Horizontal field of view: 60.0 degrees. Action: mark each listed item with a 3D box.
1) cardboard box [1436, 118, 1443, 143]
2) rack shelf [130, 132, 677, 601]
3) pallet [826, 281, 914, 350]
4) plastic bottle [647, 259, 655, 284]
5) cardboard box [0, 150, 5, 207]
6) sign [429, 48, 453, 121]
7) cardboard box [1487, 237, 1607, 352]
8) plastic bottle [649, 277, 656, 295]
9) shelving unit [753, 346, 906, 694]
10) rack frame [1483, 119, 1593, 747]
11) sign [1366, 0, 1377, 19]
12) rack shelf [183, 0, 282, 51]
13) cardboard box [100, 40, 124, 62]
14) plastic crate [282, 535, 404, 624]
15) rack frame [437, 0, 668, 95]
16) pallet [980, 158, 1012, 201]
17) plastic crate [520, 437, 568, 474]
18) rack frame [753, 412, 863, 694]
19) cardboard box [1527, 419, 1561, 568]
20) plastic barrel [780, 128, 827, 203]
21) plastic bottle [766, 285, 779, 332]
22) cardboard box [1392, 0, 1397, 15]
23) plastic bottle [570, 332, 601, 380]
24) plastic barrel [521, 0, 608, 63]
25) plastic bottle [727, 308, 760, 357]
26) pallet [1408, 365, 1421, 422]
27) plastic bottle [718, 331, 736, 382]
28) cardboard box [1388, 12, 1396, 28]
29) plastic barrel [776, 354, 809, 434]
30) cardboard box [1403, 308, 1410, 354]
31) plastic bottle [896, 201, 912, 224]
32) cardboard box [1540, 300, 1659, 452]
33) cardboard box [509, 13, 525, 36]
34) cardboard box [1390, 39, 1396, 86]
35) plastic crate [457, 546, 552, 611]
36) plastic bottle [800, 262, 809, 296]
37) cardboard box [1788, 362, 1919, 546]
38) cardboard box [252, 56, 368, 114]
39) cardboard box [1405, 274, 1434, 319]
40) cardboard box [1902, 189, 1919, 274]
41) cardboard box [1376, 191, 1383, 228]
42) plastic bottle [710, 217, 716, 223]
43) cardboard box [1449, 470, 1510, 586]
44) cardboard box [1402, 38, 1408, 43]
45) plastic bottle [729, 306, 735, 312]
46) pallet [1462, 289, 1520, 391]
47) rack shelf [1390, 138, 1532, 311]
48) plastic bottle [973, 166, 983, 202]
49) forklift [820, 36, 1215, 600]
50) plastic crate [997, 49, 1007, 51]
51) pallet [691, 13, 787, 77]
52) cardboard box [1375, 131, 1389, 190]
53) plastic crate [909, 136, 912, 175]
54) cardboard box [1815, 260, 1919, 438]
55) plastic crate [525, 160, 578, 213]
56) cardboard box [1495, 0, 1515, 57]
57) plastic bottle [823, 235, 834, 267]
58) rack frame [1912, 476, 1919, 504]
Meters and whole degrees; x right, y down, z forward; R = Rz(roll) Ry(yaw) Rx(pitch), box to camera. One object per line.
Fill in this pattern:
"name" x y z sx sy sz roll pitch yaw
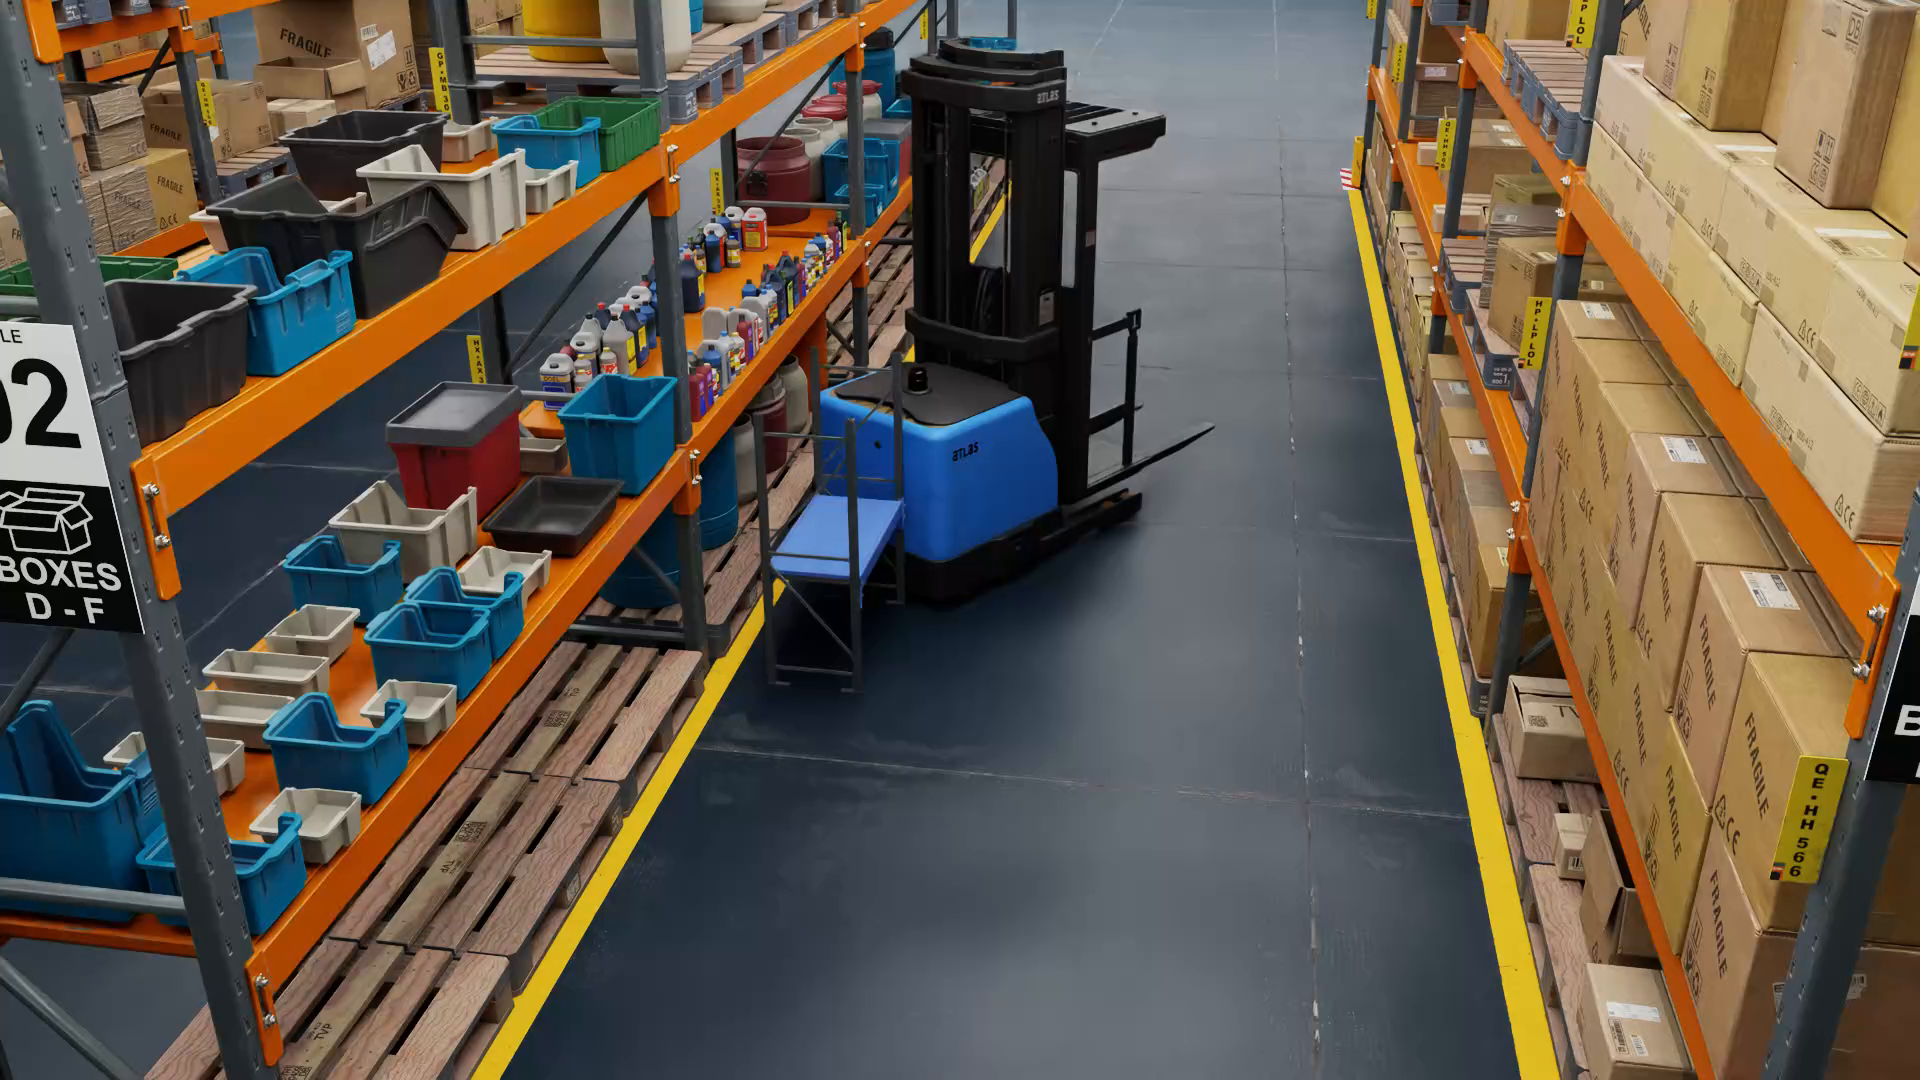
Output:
"cardboard box" 4.332 -3.410 14.174 0.500 0.250 0.500 6 26 12
"rack shelf" -2.151 -0.882 5.907 1.077 0.370 4.000 4 25 9
"pallet" -0.804 -1.926 14.116 1.003 0.211 1.213 4 25 9
"plastic bottle" -1.817 -1.532 10.042 0.144 0.351 0.185 4 25 9
"cardboard box" -6.404 -2.344 10.418 0.797 0.503 0.637 5 26 10
"sign" -2.366 -2.088 7.623 0.100 0.325 0.005 4 25 9
"cardboard box" 3.290 -1.320 8.918 0.700 0.500 0.500 -2 25 -5
"plastic bottle" -1.803 -1.434 9.927 0.097 0.271 0.097 0 25 0
"shelving unit" -0.655 -0.125 8.748 0.538 1.500 1.048 5 25 10
"rack frame" 3.062 -0.341 7.441 1.000 3.000 0.127 4 25 9
"sign" 4.477 -5.829 18.050 0.100 0.325 0.005 4 25 9
"rack shelf" -5.730 -4.571 13.788 1.077 0.370 4.000 4 25 9
"cardboard box" -9.972 -5.662 18.631 0.875 0.550 0.500 4 25 9
"plastic crate" -2.395 0.159 6.499 0.416 0.233 0.300 4 25 9
"rack frame" -1.824 -3.403 6.906 1.000 3.000 0.127 4 25 9
"pallet" 0.033 -4.067 18.691 1.003 0.211 1.213 4 25 9
"plastic crate" -2.041 -0.409 7.826 0.396 0.136 0.243 4 25 9
"rack frame" -0.750 0.087 8.295 0.500 1.500 0.032 5 25 10
"cardboard box" 2.710 -0.192 7.005 0.500 0.500 0.500 5 25 10
"plastic barrel" -1.213 -2.855 12.679 0.421 0.512 0.421 0 25 0
"plastic bottle" -1.121 -1.367 9.783 0.097 0.271 0.097 0 25 0
"cardboard box" 4.926 -5.776 17.404 0.700 0.500 0.500 4 25 9
"plastic bottle" -2.019 -0.970 8.930 0.152 0.276 0.135 4 25 9
"plastic barrel" -1.875 -2.716 8.258 0.600 0.588 0.600 0 25 0
"plastic bottle" -1.221 -1.184 9.388 0.152 0.276 0.135 4 25 9
"pallet" 3.889 -1.093 12.336 1.003 0.211 1.213 4 25 9
"plastic bottle" -1.267 -0.995 8.988 0.097 0.271 0.097 0 25 0
"cardboard box" 4.706 -5.439 17.449 0.380 0.149 0.250 3 25 7
"plastic barrel" -1.238 -0.974 11.232 0.421 0.512 0.421 0 25 0
"cardboard box" 3.727 -1.622 12.925 0.500 0.250 0.500 5 25 10
"plastic bottle" -0.553 -3.311 16.391 0.144 0.351 0.185 4 25 9
"cardboard box" 2.708 -0.662 6.828 0.500 0.500 0.500 5 25 10
"cardboard box" -5.047 -5.368 17.711 0.875 0.500 0.500 4 25 9
"cardboard box" 4.853 -4.991 17.257 0.700 0.500 0.500 5 25 10
"plastic crate" -1.812 0.155 6.620 0.293 0.136 0.466 4 25 9
"plastic bottle" -1.001 -1.642 10.454 0.097 0.201 0.097 0 25 0
"cardboard box" 2.232 -0.192 3.761 0.500 0.250 0.500 4 25 9
"cardboard box" -5.595 -3.881 14.385 0.797 0.503 0.637 7 26 14
"cardboard box" 3.722 -1.878 12.810 0.500 0.311 0.500 4 25 8
"cardboard box" 2.476 -0.741 3.459 0.700 0.500 0.500 4 25 9
"cardboard box" 4.388 -3.260 16.424 0.500 0.250 0.500 4 25 9
"plastic bottle" -1.659 -2.013 11.150 0.061 0.283 0.133 4 25 9
"cardboard box" 3.031 -0.051 9.249 0.500 0.500 0.500 4 25 9
"cardboard box" 4.412 -4.686 15.839 0.380 0.149 0.250 5 25 10
"plastic bottle" -1.309 -1.248 9.613 0.097 0.201 0.097 0 25 0
"pallet" 3.403 -1.114 9.317 1.003 0.211 1.213 4 25 9
"rack shelf" 4.043 -2.525 12.954 1.077 0.370 4.000 4 25 9
"plastic bottle" 0.155 -3.675 17.168 0.144 0.351 0.185 5 26 11
"forklift" 0.501 -1.532 10.065 1.130 2.935 3.031 21 32 37
"plastic crate" 0.239 -5.136 17.860 0.499 0.251 0.408 4 25 9
"pallet" -1.610 -2.768 9.310 1.003 0.211 1.213 4 25 9
"cardboard box" 4.468 -3.809 16.712 0.500 0.500 0.500 4 25 9
"plastic crate" -0.523 -3.188 13.773 0.450 0.188 0.662 4 25 9
"cardboard box" 2.241 -0.418 3.653 0.500 0.250 0.500 4 25 9
"plastic crate" -1.656 -1.367 6.405 0.293 0.136 0.466 4 25 9
"cardboard box" 3.594 -3.020 9.507 0.910 0.500 0.500 4 25 9
"plastic bottle" -0.890 -1.927 11.062 0.097 0.201 0.097 0 25 0
"rack frame" 2.408 -1.385 2.595 1.000 3.000 0.127 4 25 9
